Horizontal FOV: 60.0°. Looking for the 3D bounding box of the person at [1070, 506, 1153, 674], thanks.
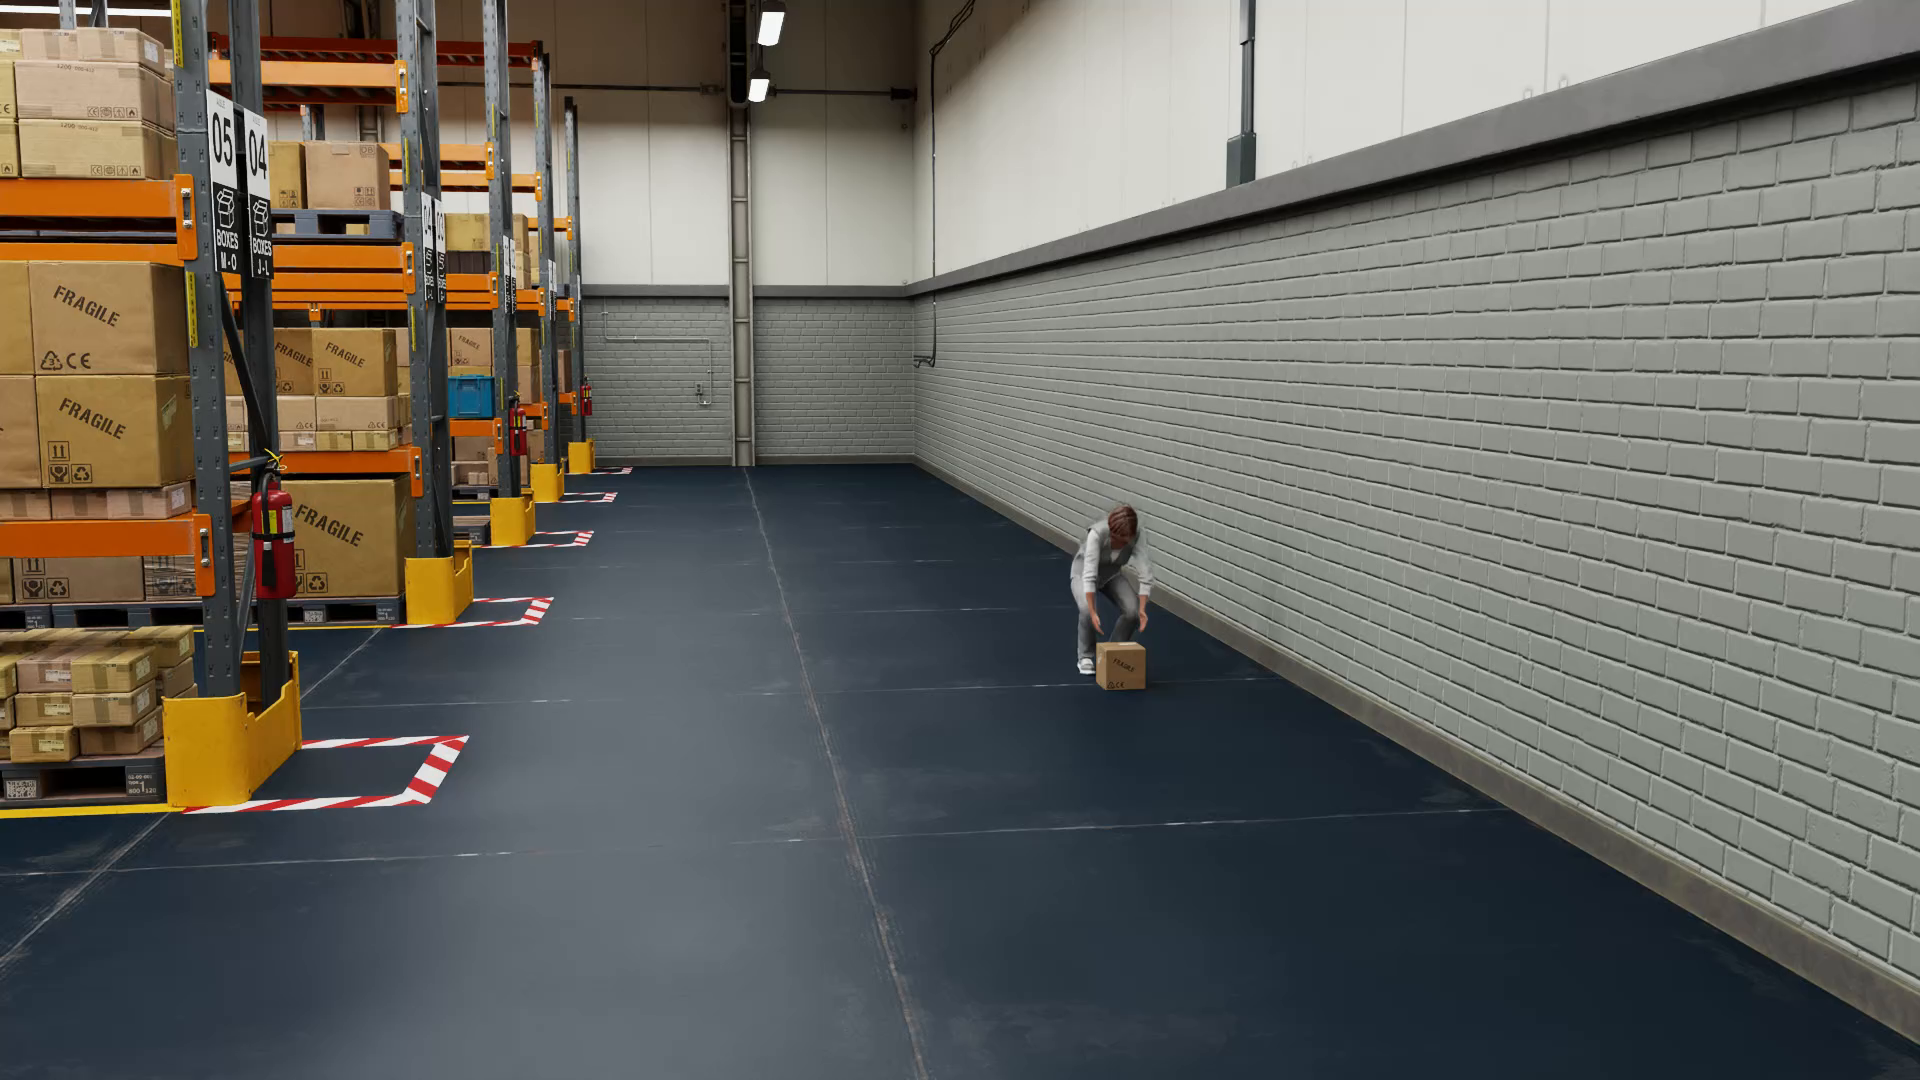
[{"bbox_3d":[0.957,0.312,10.567,0.460,1.088,0.745,-1,7,-9],"label":"person"}]
